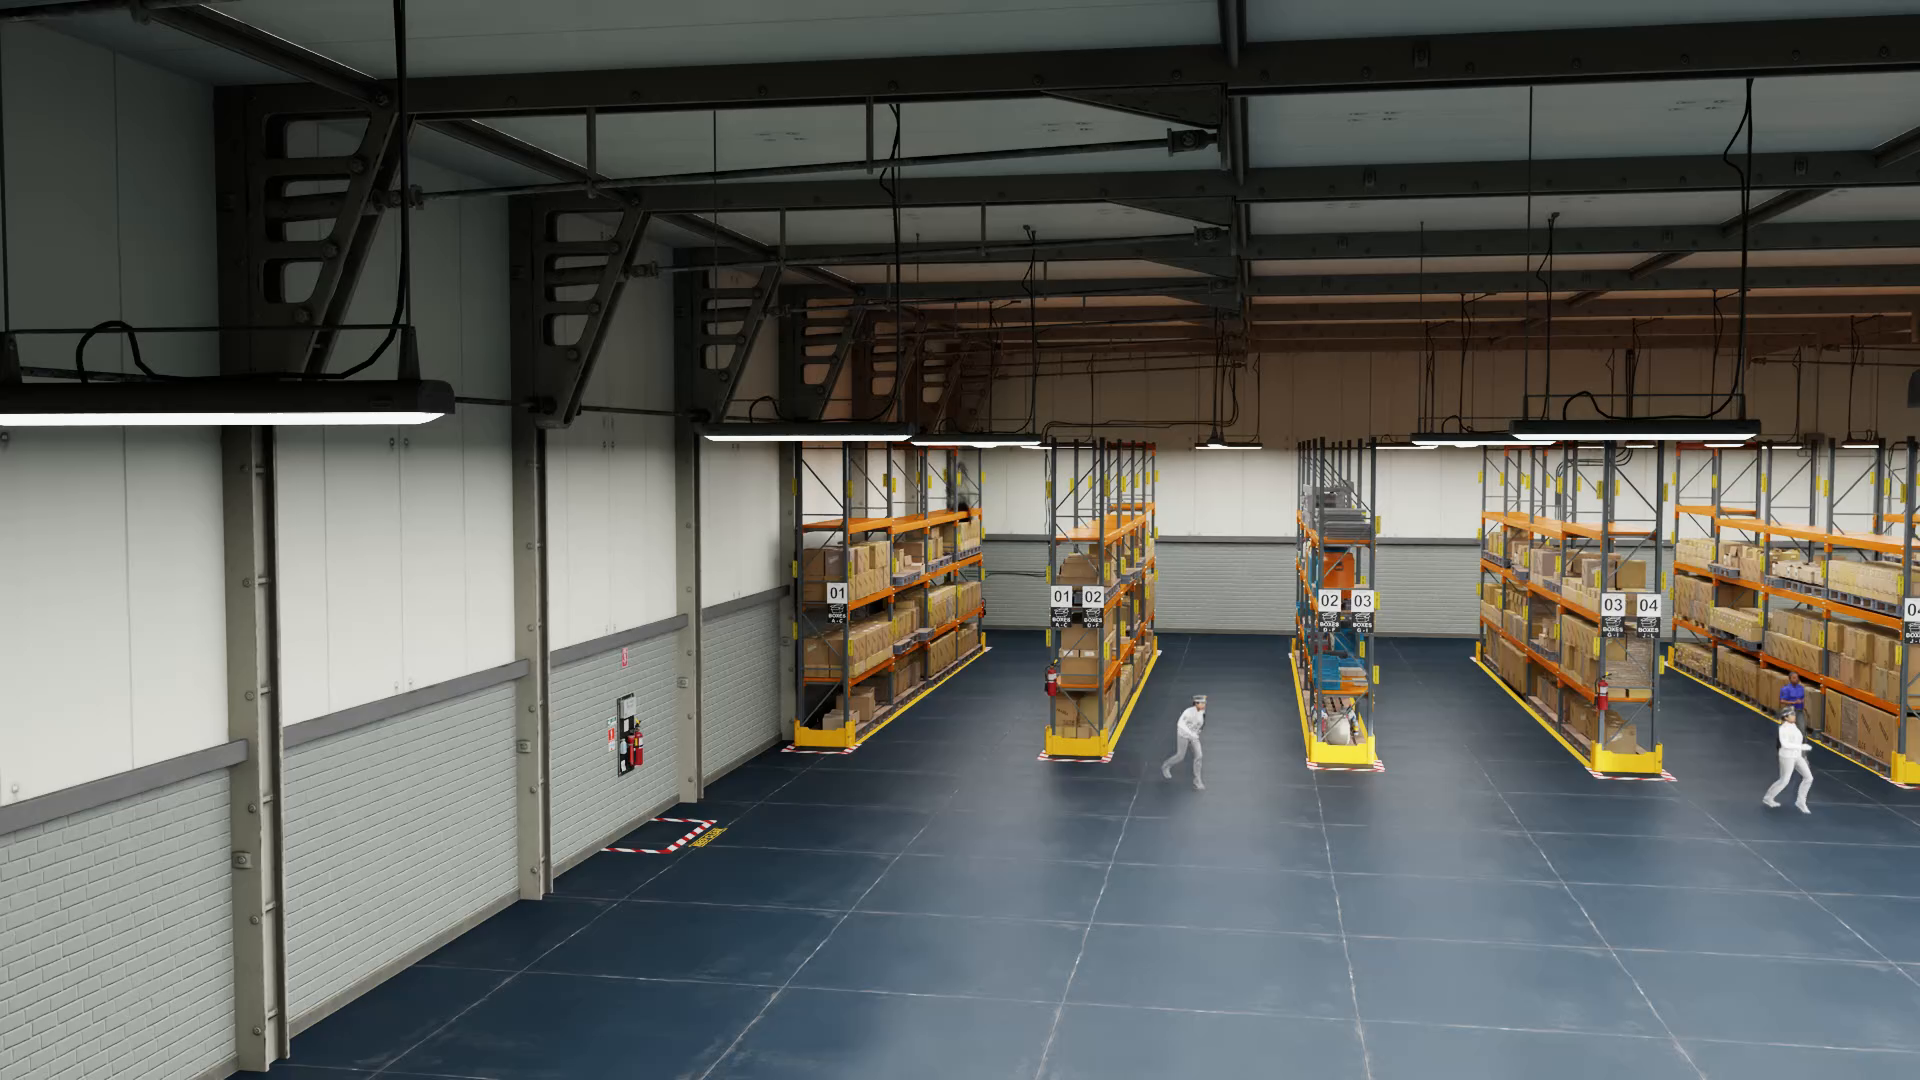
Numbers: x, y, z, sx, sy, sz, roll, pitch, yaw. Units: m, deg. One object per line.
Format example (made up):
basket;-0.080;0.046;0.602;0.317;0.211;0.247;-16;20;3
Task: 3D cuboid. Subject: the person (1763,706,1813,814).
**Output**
person;13.214;3.495;26.498;0.600;1.728;0.733;-2;4;-38

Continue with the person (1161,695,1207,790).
person;3.862;3.431;28.596;0.655;1.628;0.978;-3;4;-44

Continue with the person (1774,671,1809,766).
person;15.350;3.259;30.629;0.566;1.656;0.901;0;3;0
